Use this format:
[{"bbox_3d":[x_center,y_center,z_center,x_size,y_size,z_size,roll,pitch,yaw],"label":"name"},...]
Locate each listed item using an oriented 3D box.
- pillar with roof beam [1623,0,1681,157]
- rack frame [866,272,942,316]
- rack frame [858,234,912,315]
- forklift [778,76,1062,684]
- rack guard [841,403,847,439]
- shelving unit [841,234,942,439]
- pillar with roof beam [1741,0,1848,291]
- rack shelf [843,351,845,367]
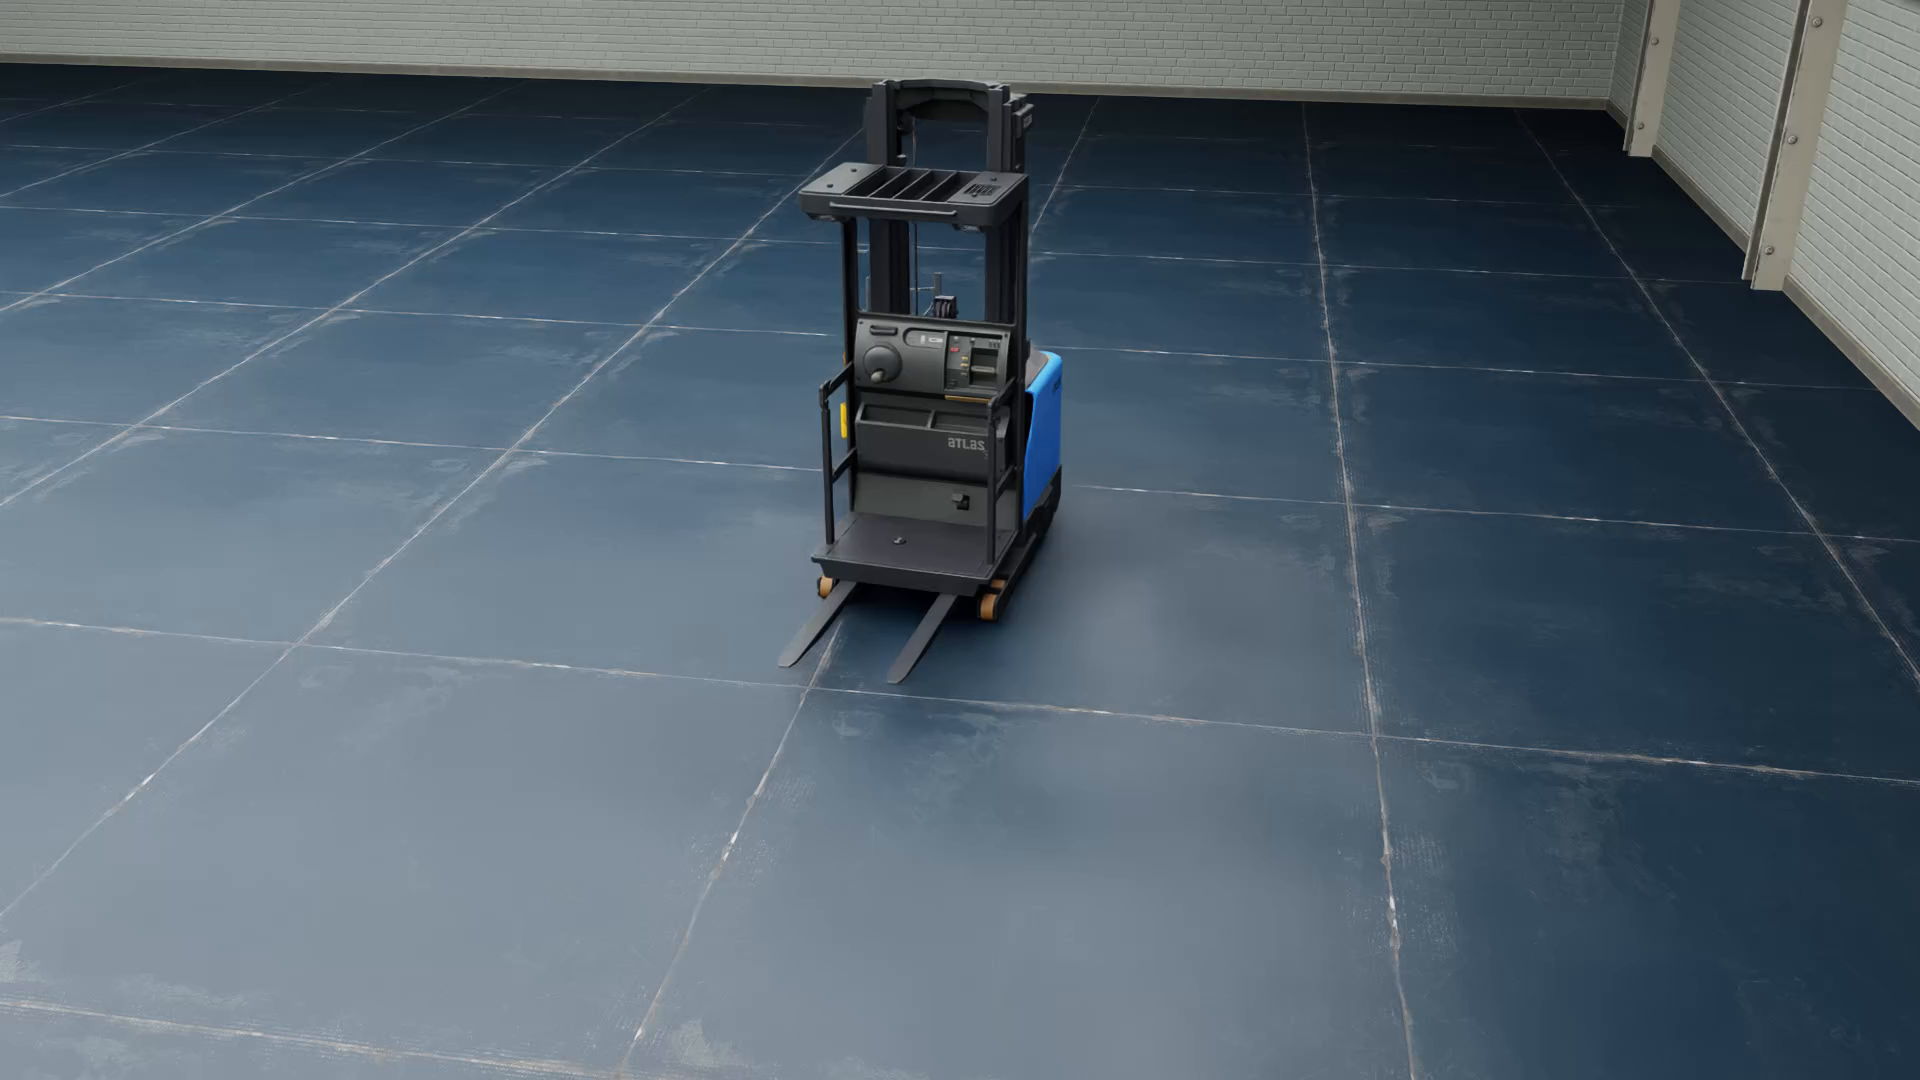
[{"bbox_3d":[4.470,-9.347,20.104,9.100,9.000,0.400,4,25,9],"label":"pillar with roof beam"},{"bbox_3d":[-0.368,-1.063,11.252,0.500,1.500,0.032,-6,26,-12],"label":"rack frame"},{"bbox_3d":[-0.596,-1.483,12.149,0.500,1.500,0.032,-6,26,-12],"label":"rack frame"},{"bbox_3d":[-0.222,-1.036,9.506,1.130,2.935,3.031,7,26,15],"label":"forklift"},{"bbox_3d":[-0.592,-0.909,12.397,0.587,0.250,0.087,-6,26,-12],"label":"rack guard"},{"bbox_3d":[-0.480,-1.269,11.692,0.587,1.500,1.083,-6,26,-12],"label":"shelving unit"},{"bbox_3d":[3.490,-6.838,14.743,9.100,9.000,0.400,4,25,9],"label":"pillar with roof beam"},{"bbox_3d":[-0.482,-1.110,11.777,0.538,0.185,1.000,-6,26,-12],"label":"rack shelf"}]
